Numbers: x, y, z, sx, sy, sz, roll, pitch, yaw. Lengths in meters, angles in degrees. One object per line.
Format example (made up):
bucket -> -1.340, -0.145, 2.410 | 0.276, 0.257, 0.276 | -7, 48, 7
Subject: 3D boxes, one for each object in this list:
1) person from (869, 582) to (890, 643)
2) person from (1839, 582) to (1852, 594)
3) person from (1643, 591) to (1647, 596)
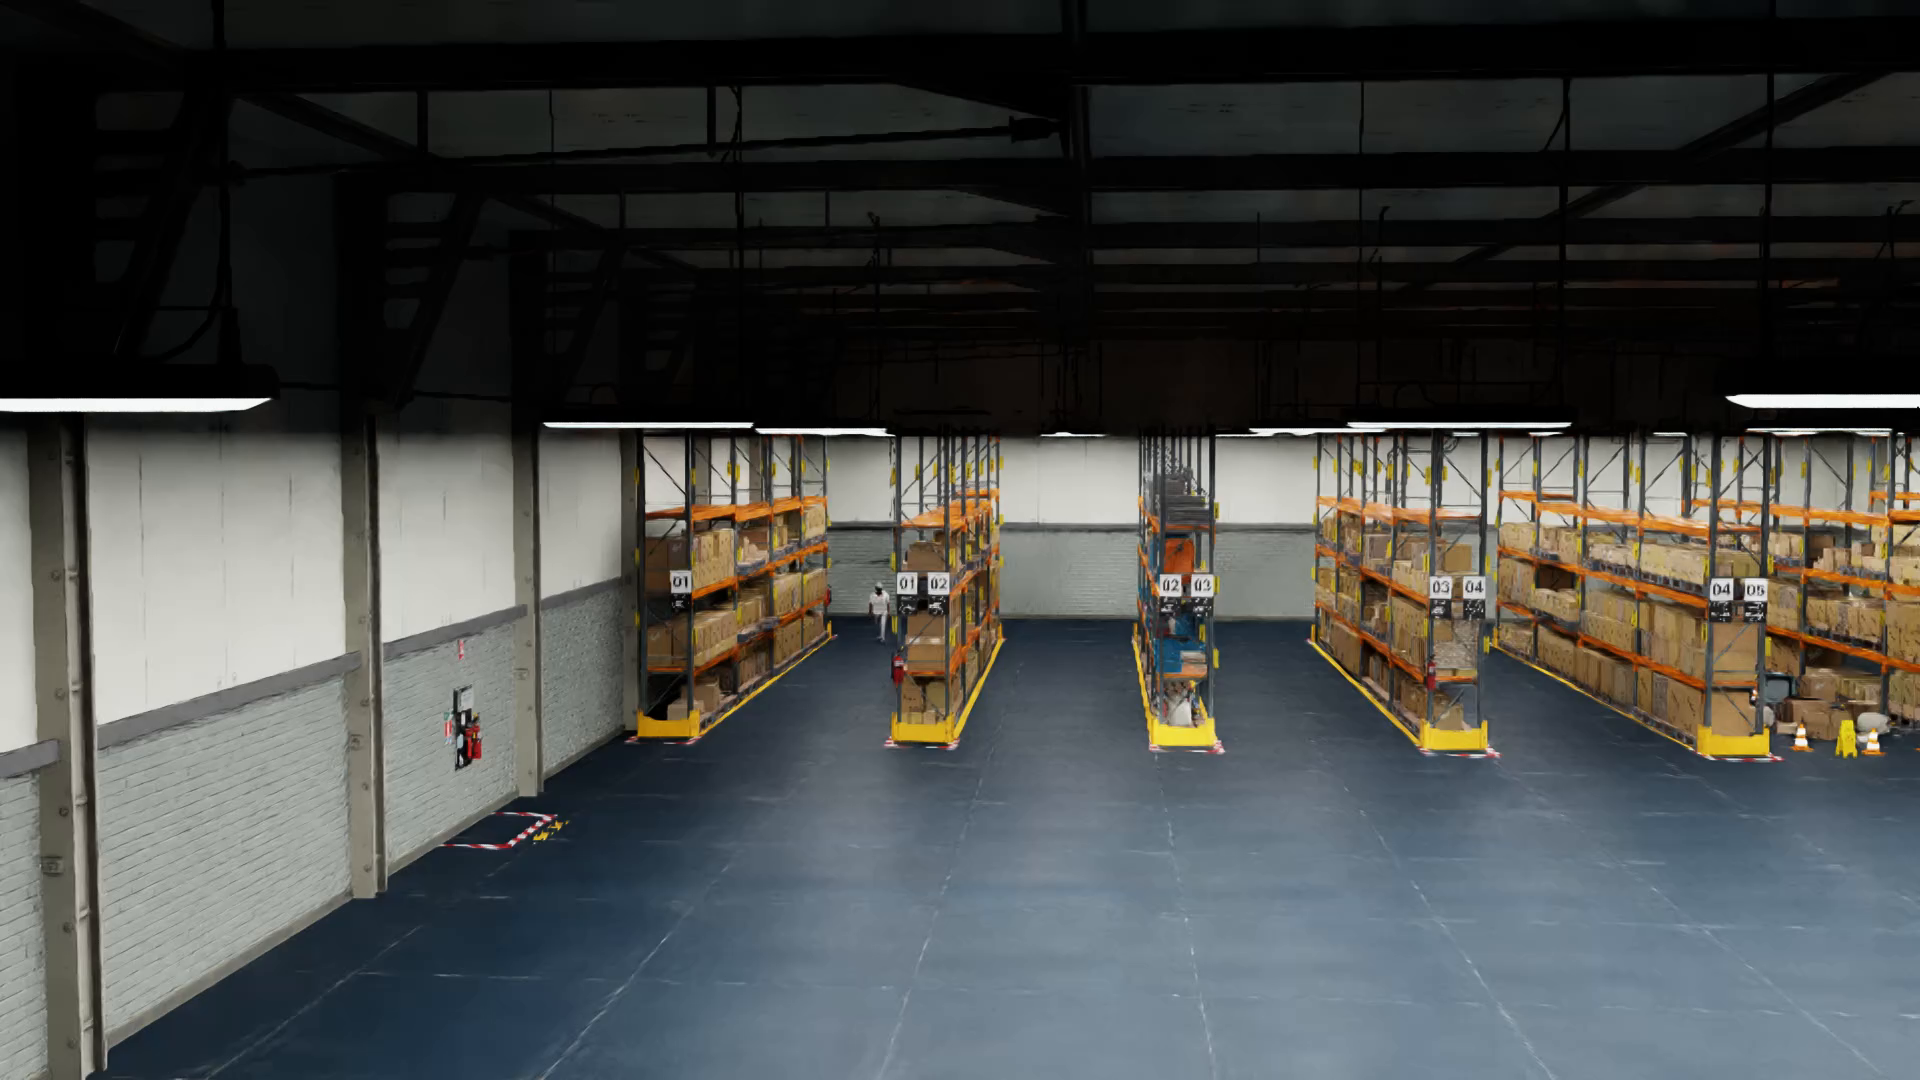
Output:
person -> -2.273, 2.020, 46.727 | 0.579, 1.688, 1.108 | 0, 3, 6
person -> 25.240, 2.013, 47.379 | 0.681, 1.657, 0.497 | -2, 4, -24
person -> 18.768, 2.103, 45.769 | 0.533, 1.672, 0.567 | -1, 4, -10
